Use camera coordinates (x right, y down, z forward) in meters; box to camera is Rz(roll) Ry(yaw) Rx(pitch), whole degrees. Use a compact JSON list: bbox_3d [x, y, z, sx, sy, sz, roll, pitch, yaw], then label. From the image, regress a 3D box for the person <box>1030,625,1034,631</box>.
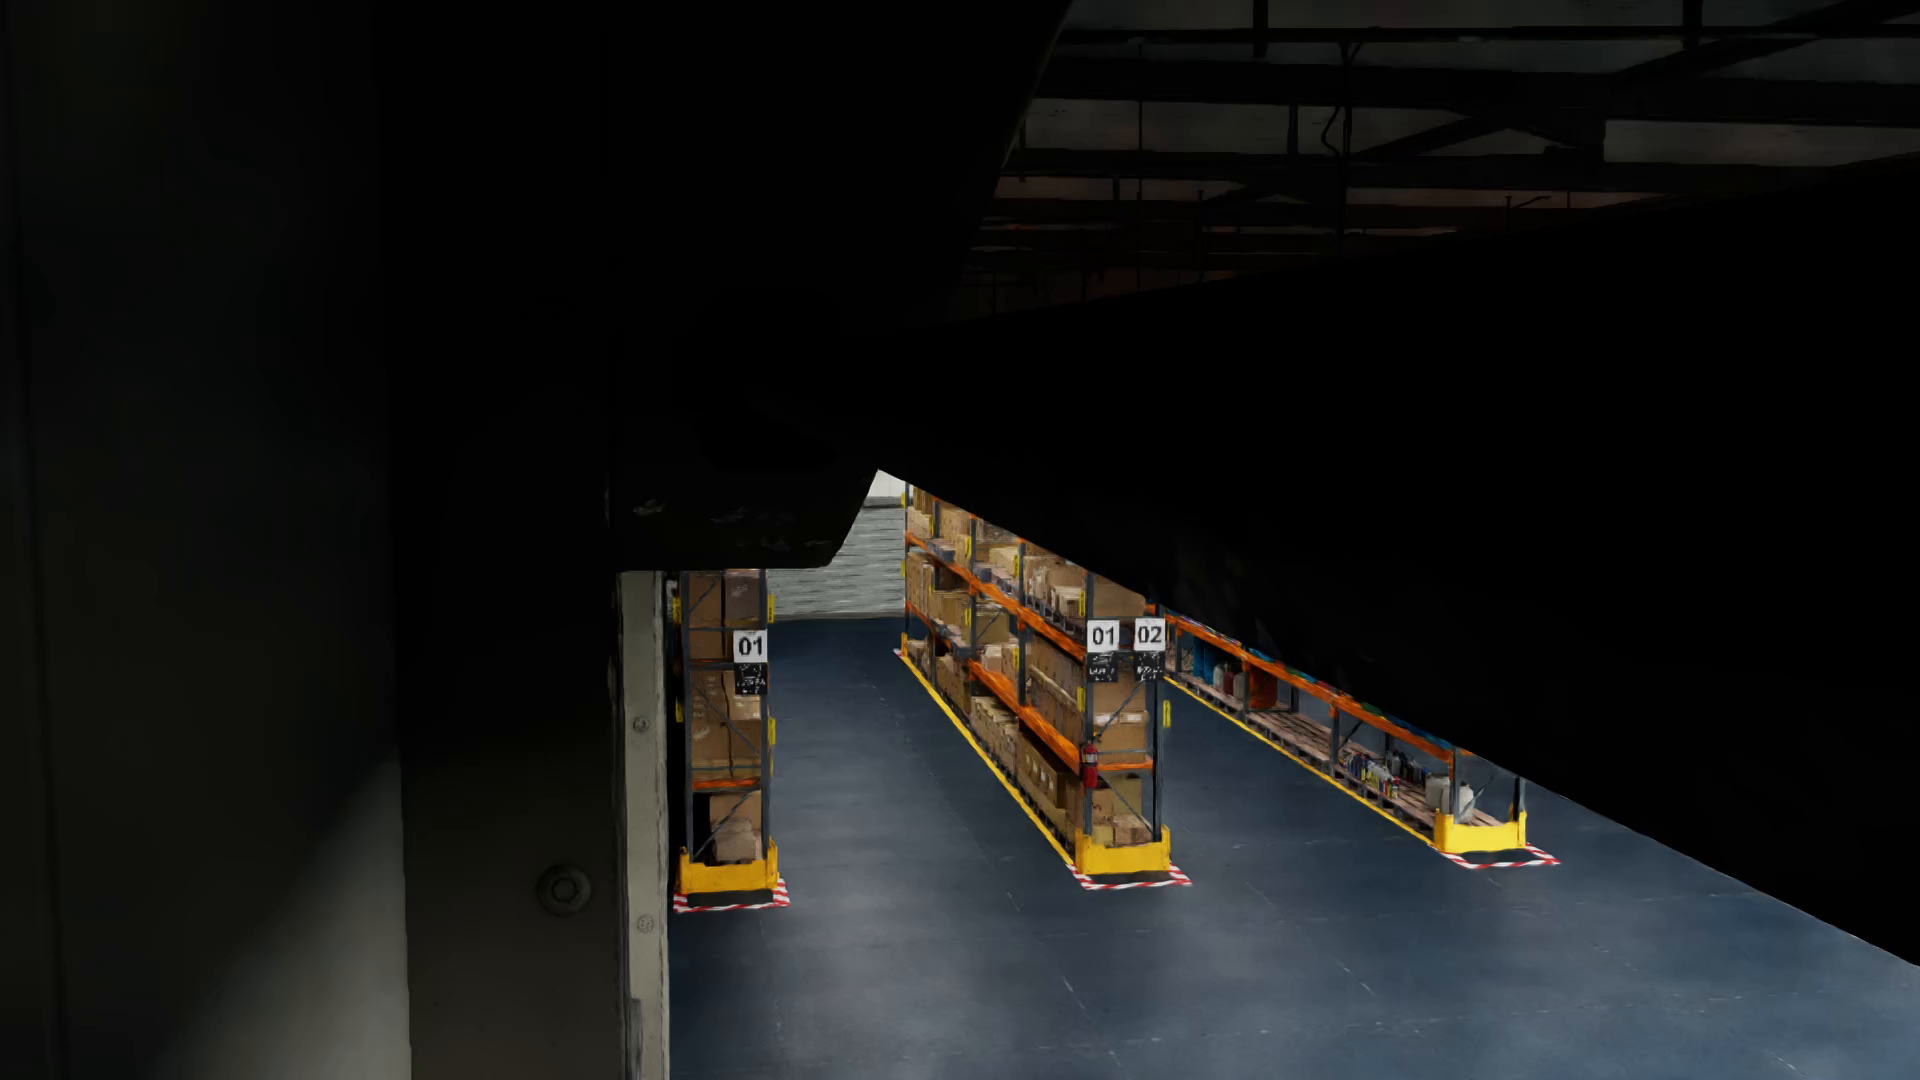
[{"bbox_3d":[1.828,1.790,35.473,0.565,1.736,1.045,-1,6,-11],"label":"person"}]
